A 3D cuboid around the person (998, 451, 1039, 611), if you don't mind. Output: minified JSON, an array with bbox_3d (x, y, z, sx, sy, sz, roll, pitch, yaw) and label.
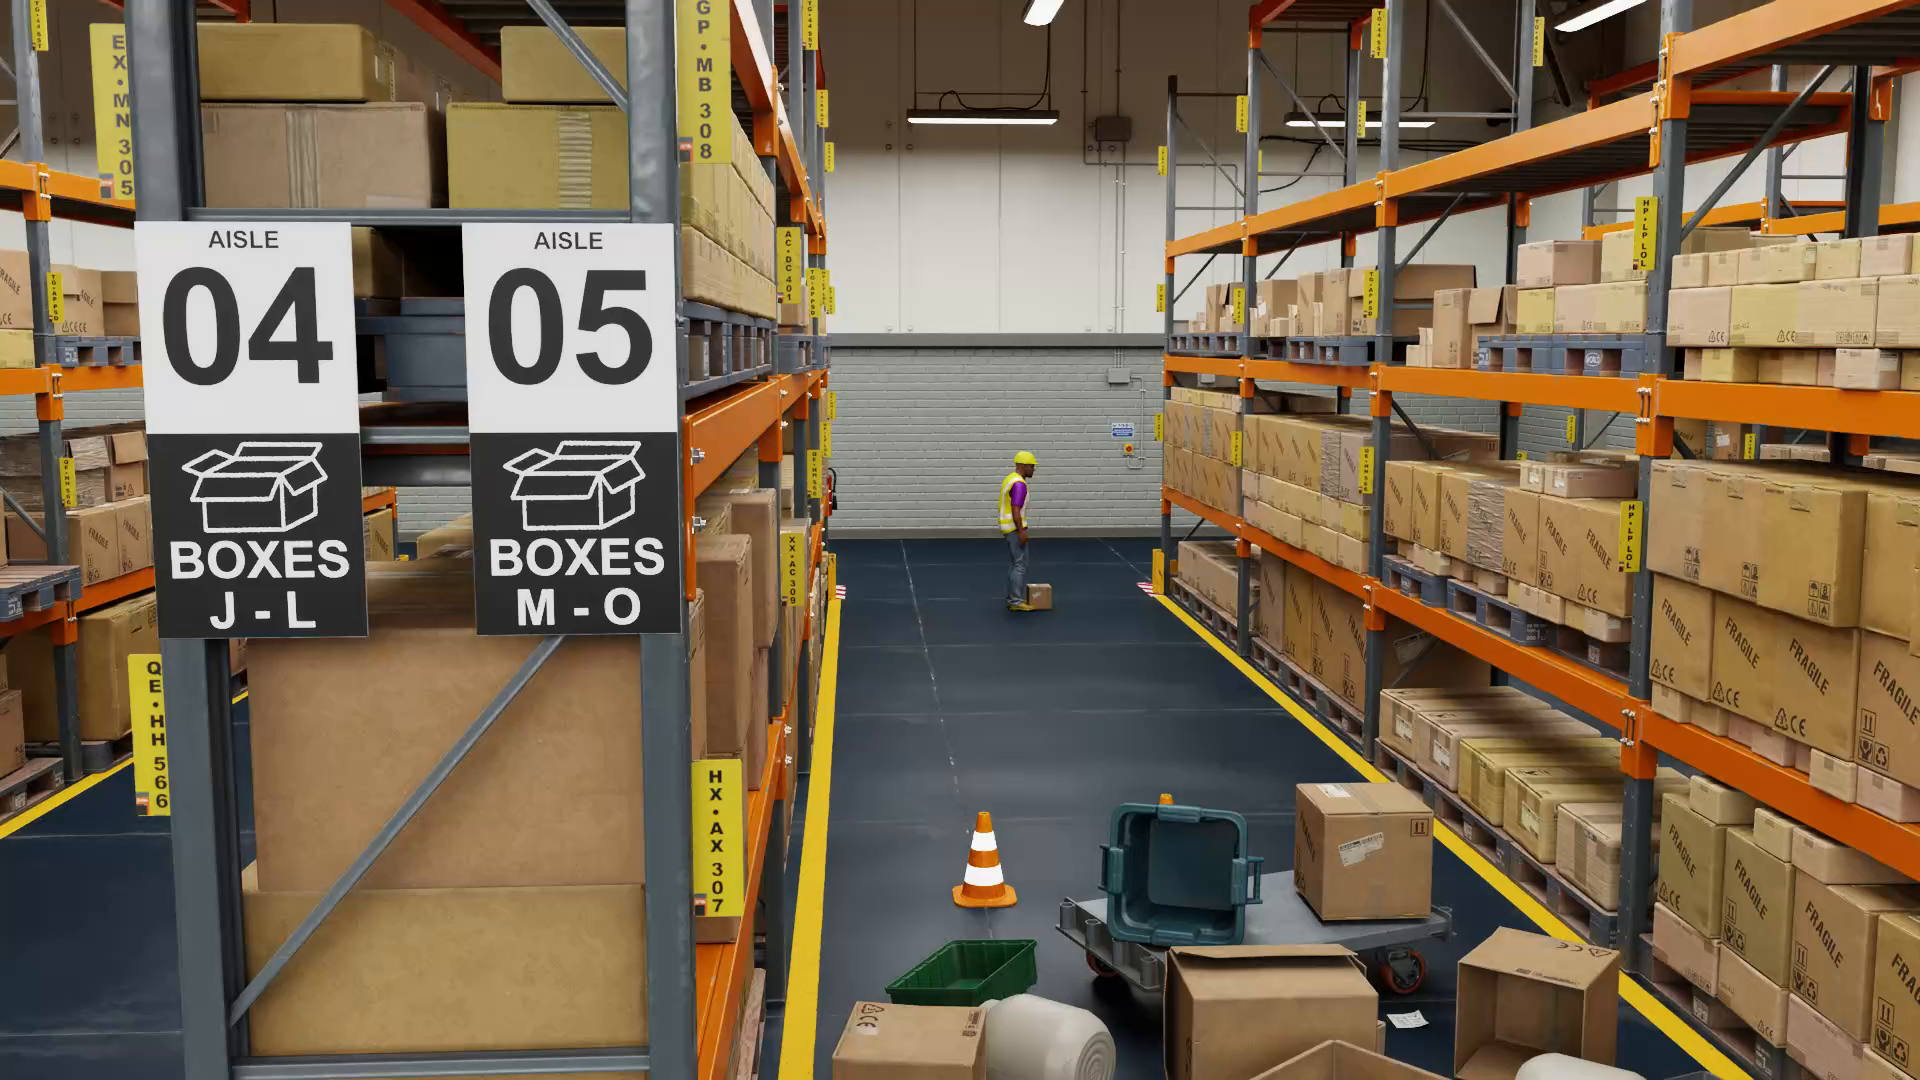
[{"bbox_3d":[0.658,-0.109,18.579,0.461,1.760,0.625,-1,7,-4],"label":"person"}]
